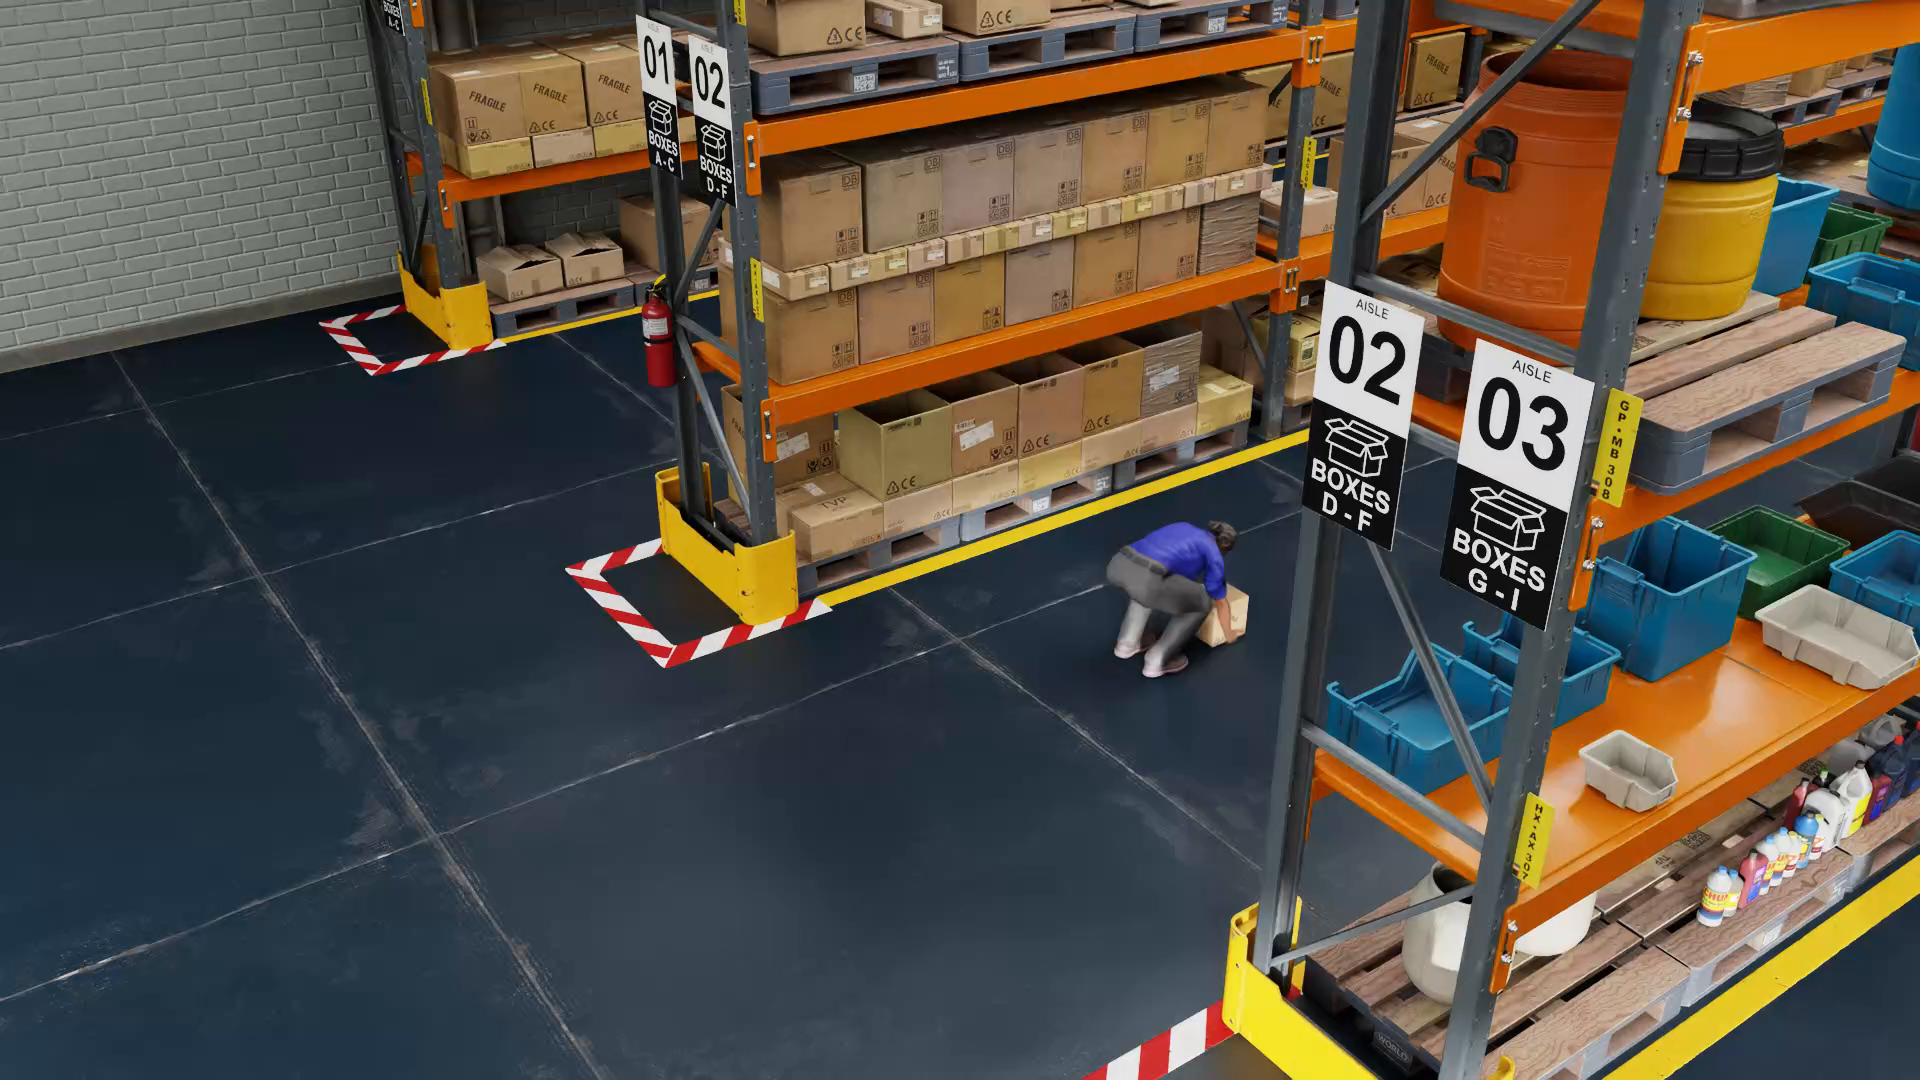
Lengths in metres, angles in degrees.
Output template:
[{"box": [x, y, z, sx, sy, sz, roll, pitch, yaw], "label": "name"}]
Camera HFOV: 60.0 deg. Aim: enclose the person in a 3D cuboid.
[{"box": [1.171, 0.290, 9.059, 0.873, 0.779, 0.470, -20, 35, -32], "label": "person"}]
